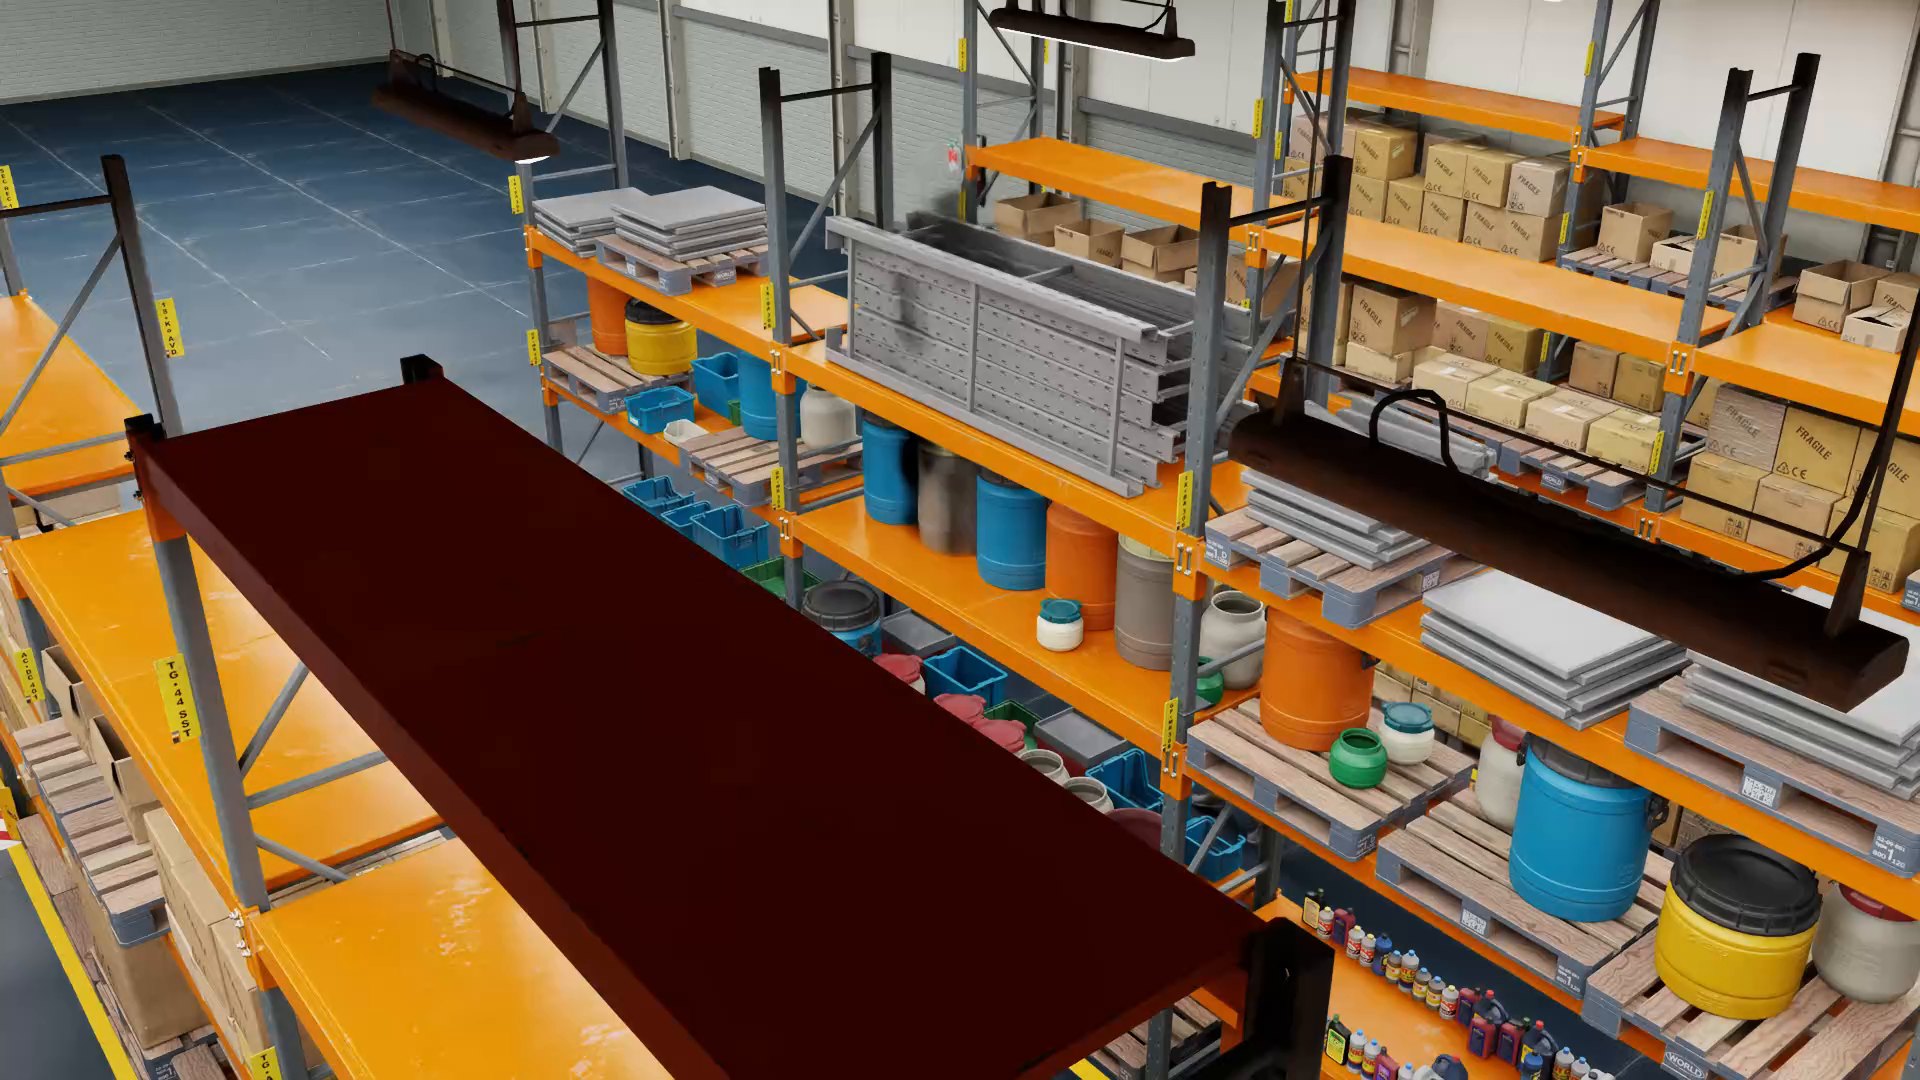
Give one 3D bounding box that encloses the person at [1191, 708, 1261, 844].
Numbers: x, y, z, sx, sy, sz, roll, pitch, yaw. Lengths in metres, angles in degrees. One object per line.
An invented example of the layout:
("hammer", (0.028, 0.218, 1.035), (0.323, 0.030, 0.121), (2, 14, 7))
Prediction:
("person", (2.183, 1.534, 13.076), (0.928, 1.729, 0.658), (23, 34, 39))
